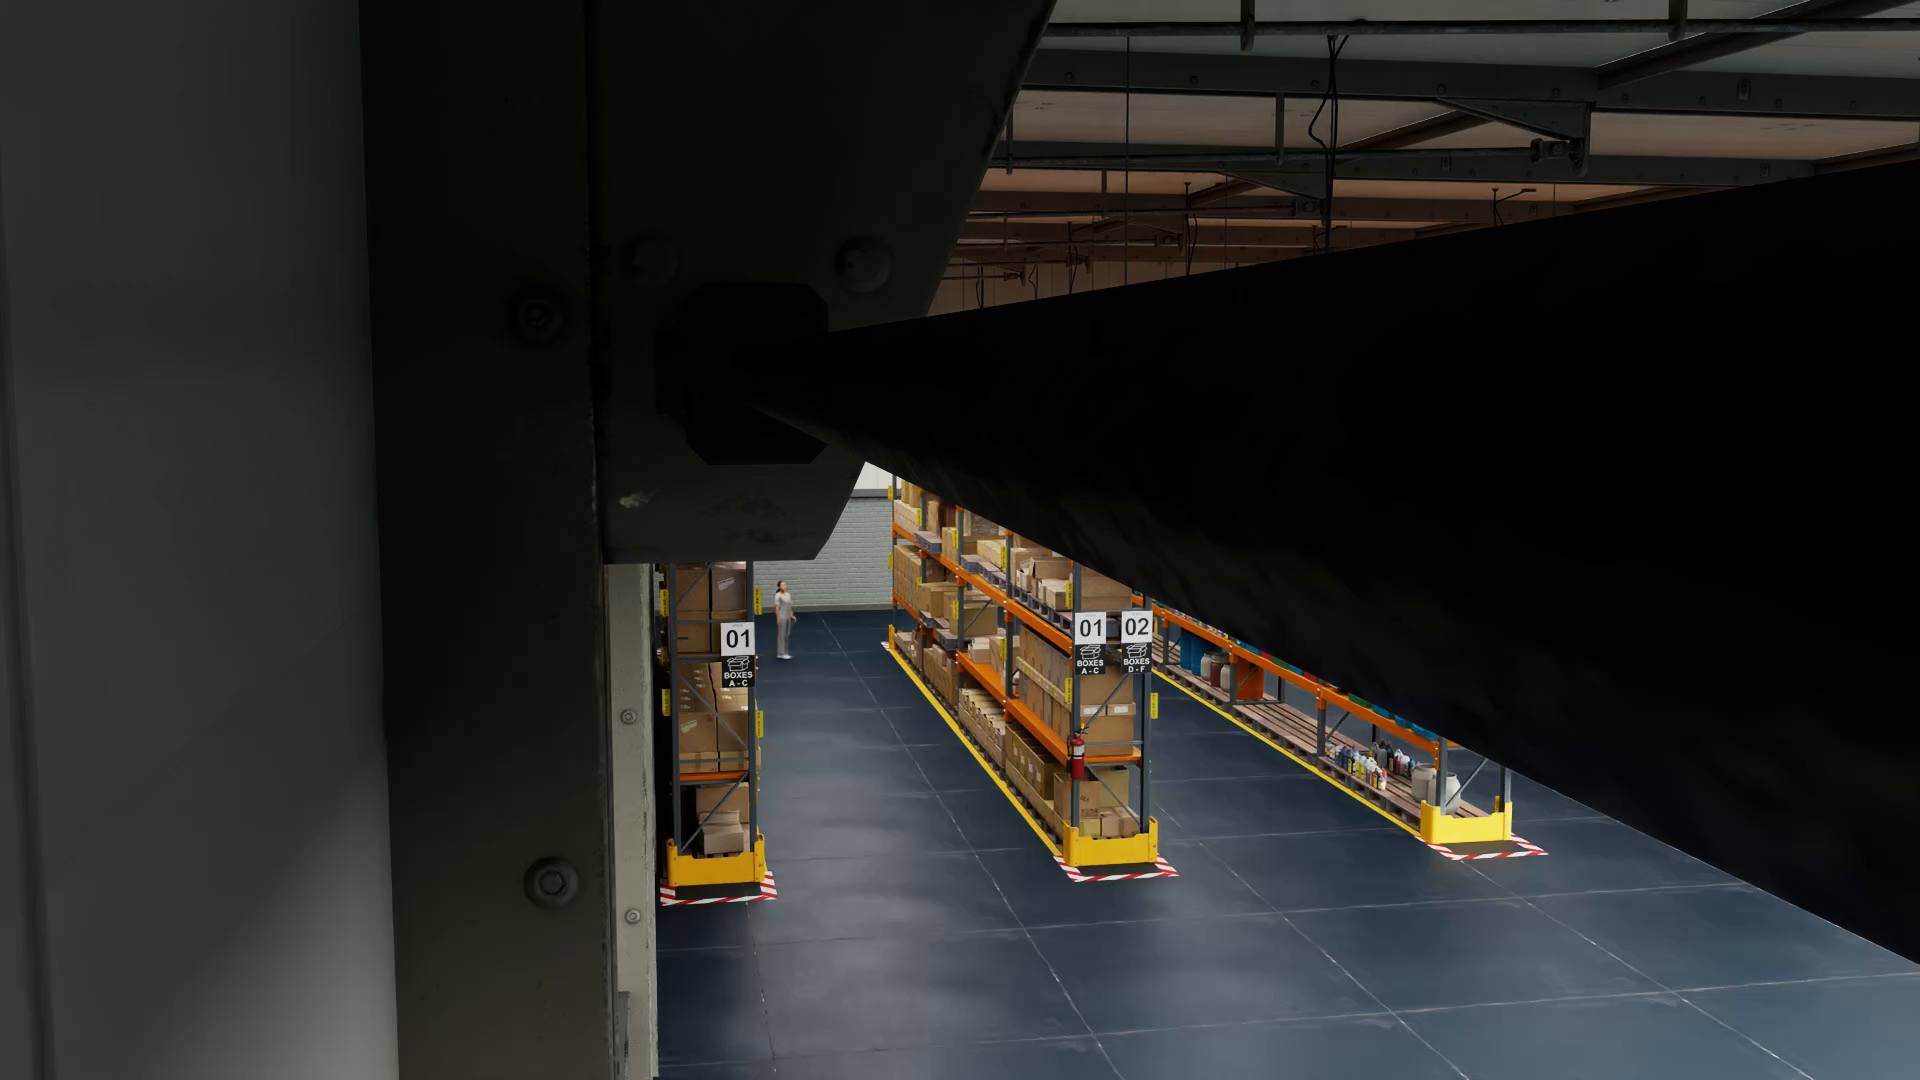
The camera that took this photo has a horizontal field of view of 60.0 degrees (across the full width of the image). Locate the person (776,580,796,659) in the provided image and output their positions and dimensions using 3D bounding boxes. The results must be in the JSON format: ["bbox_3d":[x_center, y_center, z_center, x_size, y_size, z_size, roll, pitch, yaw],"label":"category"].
[{"bbox_3d":[-3.716,1.701,35.374,0.399,1.720,0.490,2,7,19],"label":"person"}]
